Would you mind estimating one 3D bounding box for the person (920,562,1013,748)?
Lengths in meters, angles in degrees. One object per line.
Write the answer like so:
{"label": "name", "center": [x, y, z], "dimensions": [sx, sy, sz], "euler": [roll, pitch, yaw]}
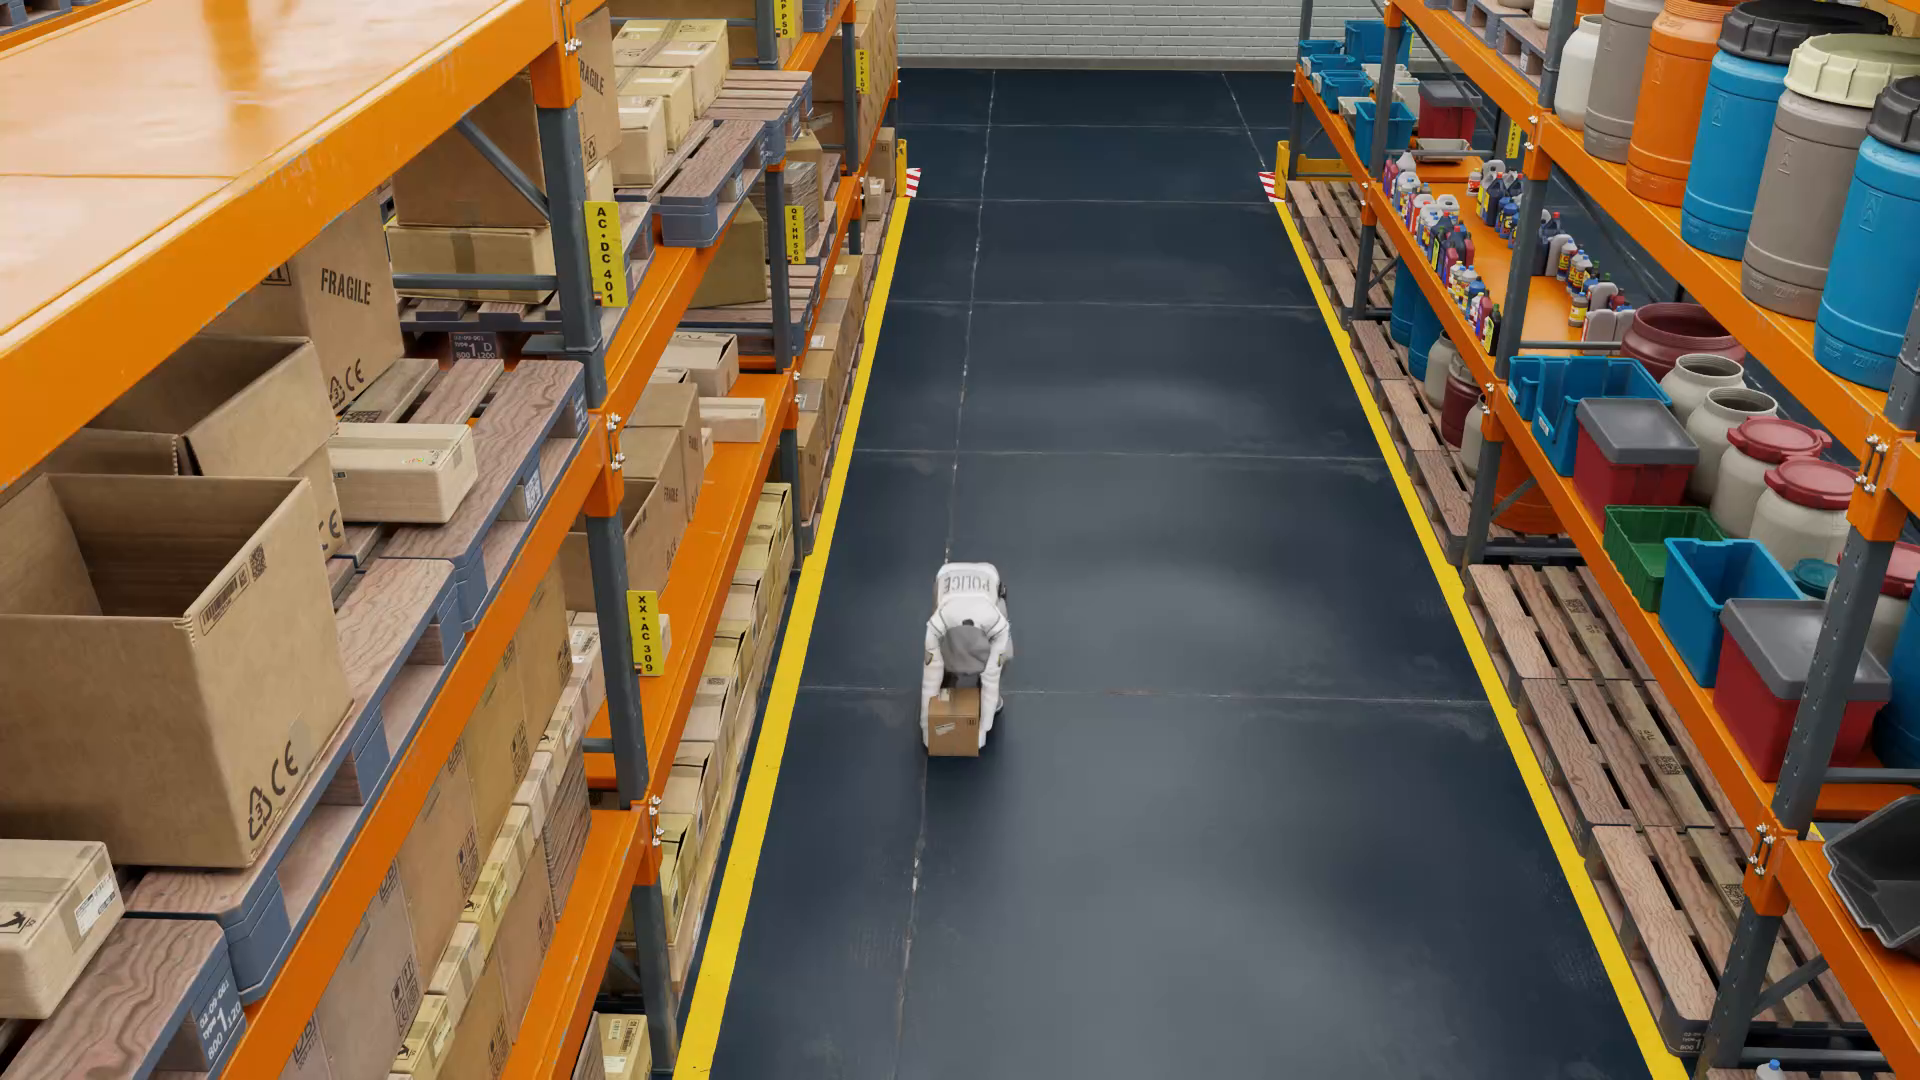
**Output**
{"label": "person", "center": [0.035, 0.583, 8.523], "dimensions": [0.472, 0.762, 0.914], "euler": [0, 28, 1]}
